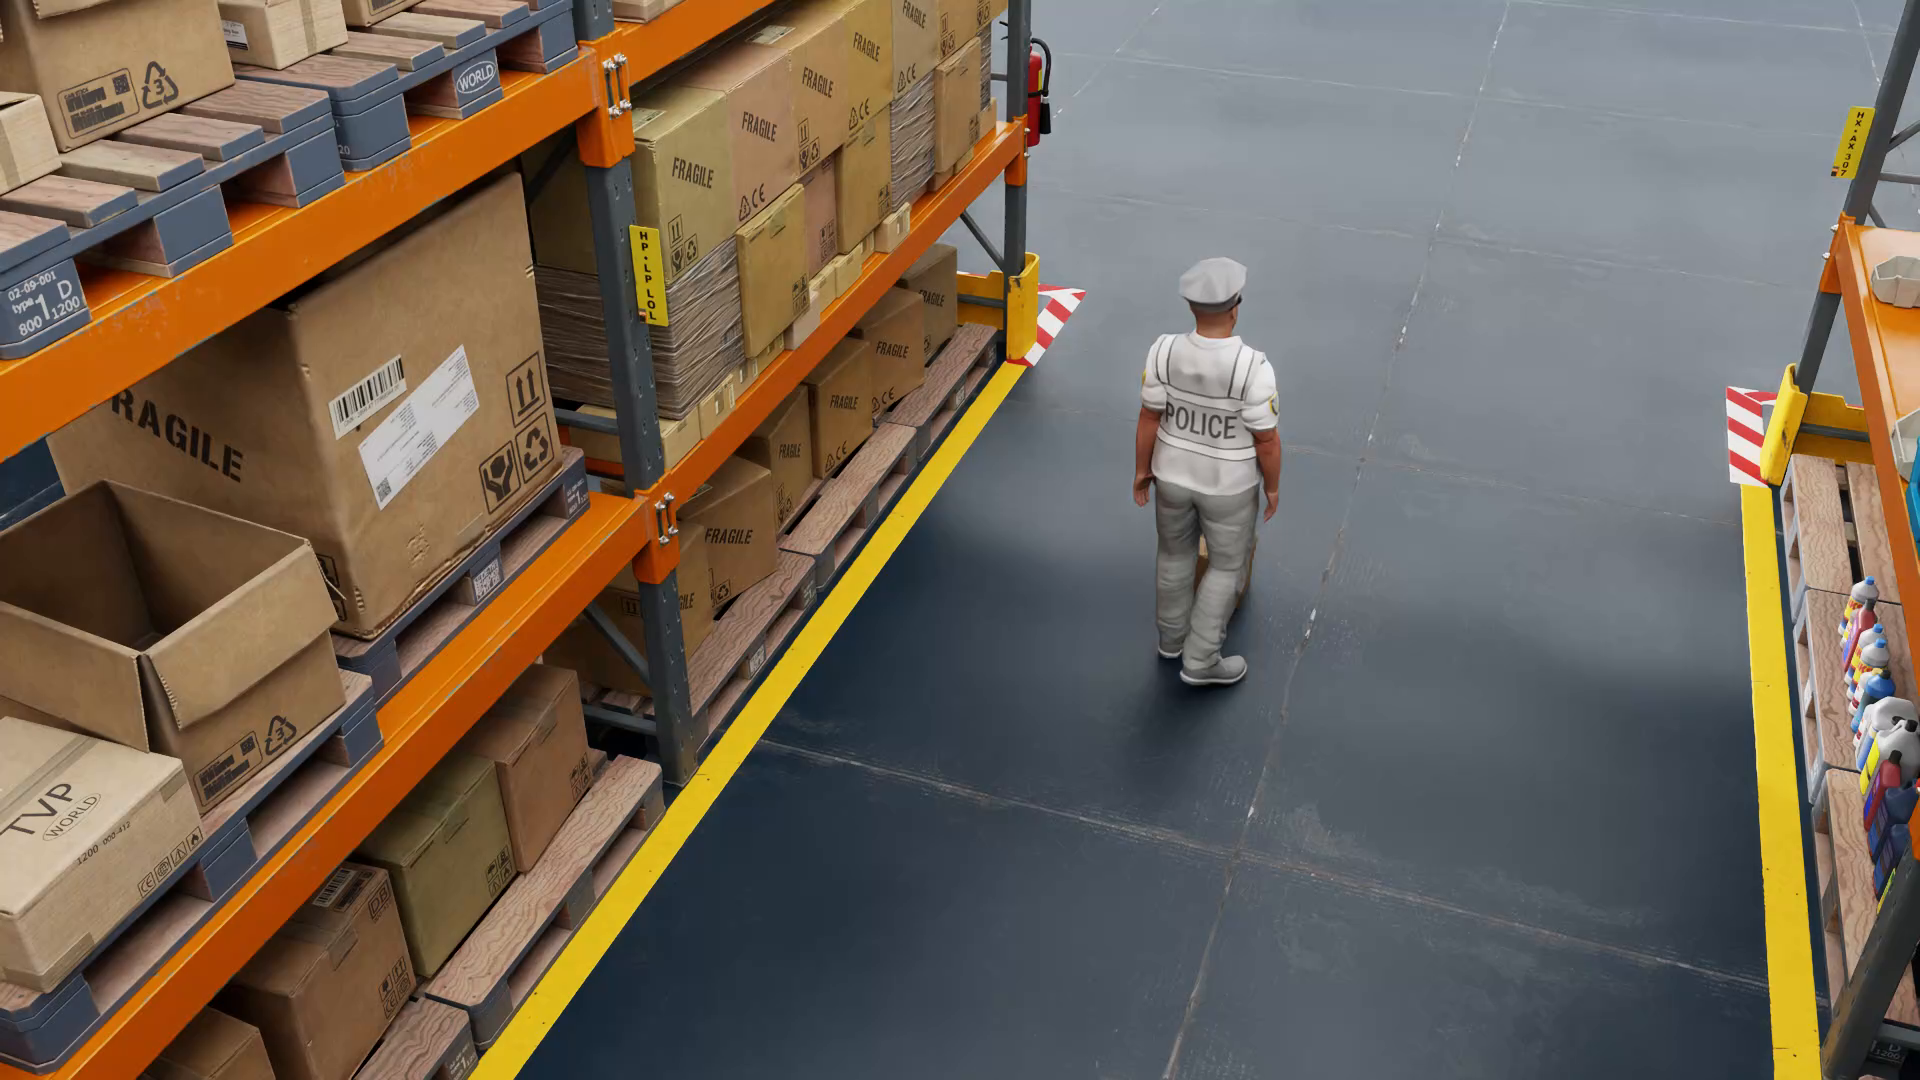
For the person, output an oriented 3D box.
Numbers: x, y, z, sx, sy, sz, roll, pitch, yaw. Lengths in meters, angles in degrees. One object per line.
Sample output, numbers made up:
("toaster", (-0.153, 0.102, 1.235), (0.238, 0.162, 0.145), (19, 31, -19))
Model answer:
("person", (0.964, -0.250, 6.491), (0.570, 1.772, 0.494), (17, 37, 24))
